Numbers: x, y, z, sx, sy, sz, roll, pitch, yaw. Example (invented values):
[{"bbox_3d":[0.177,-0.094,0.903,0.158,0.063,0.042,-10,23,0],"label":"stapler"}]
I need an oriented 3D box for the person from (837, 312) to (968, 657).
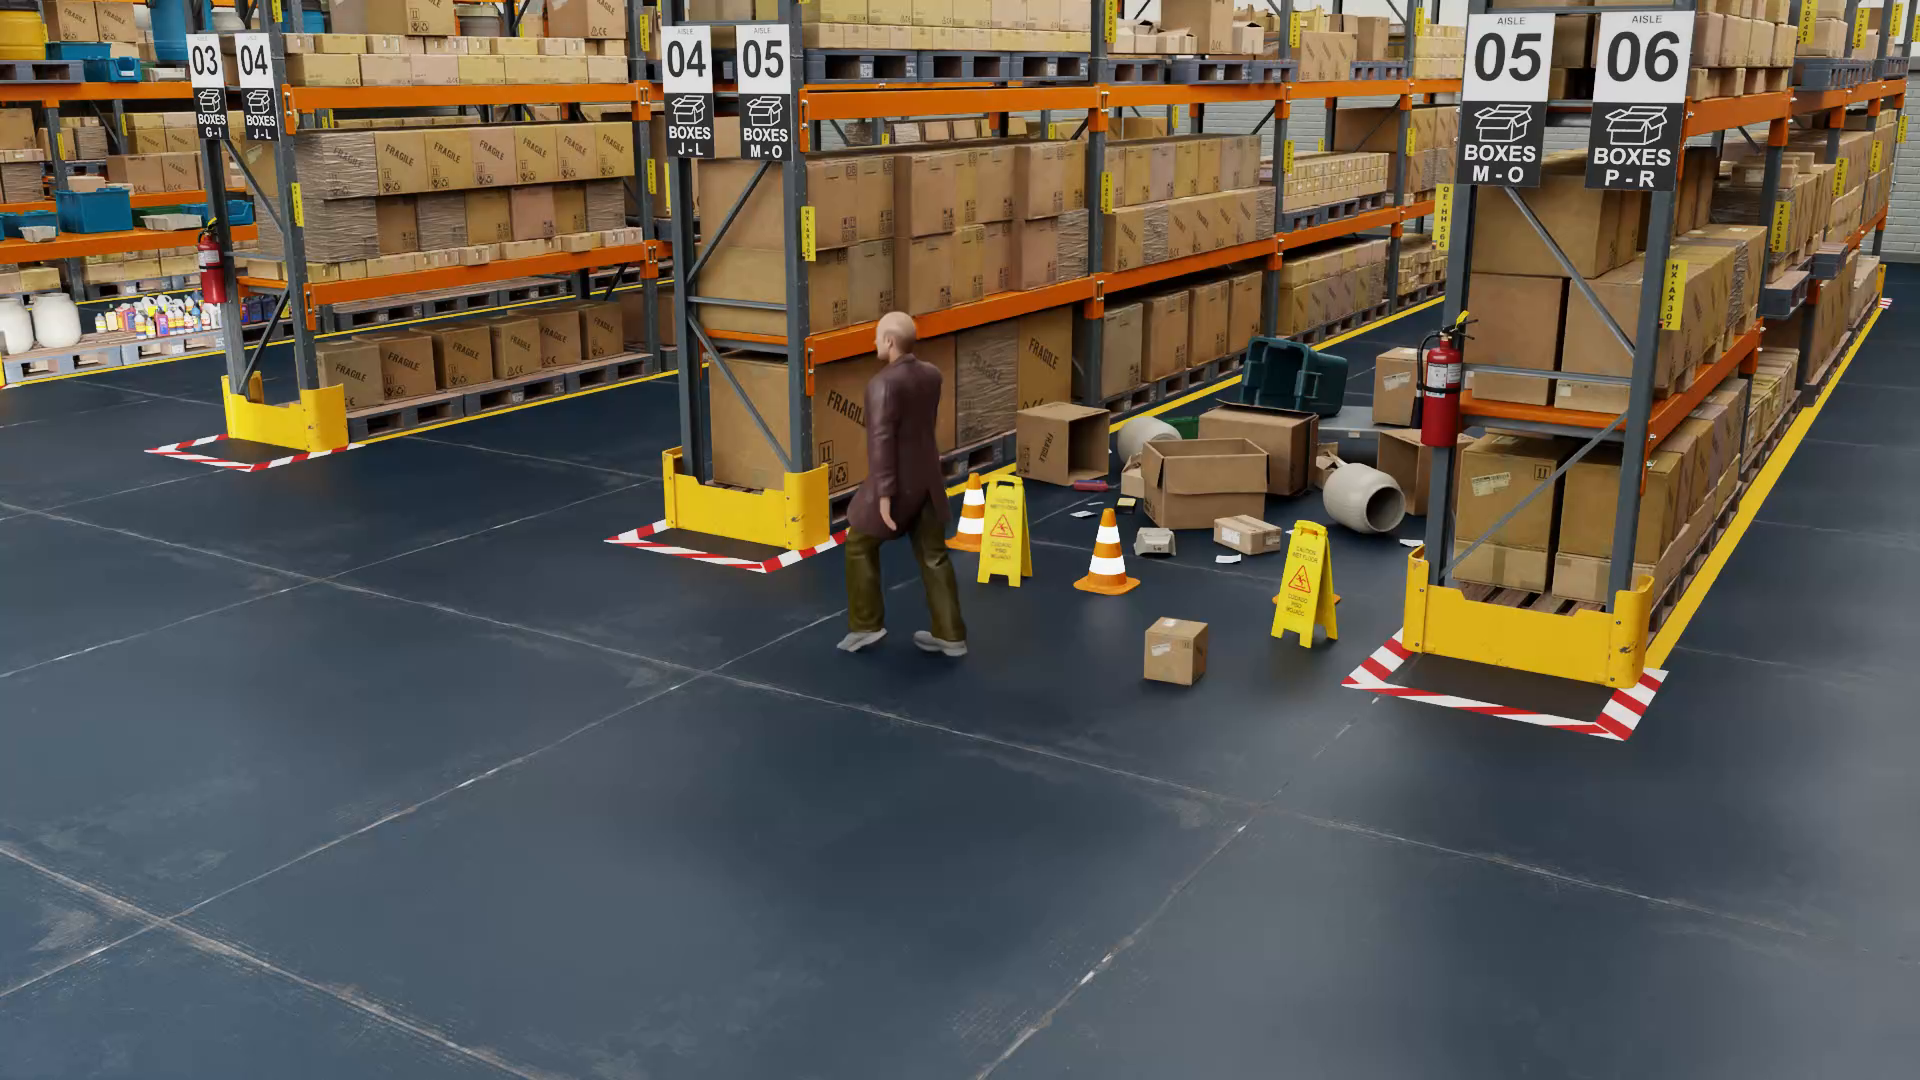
[{"bbox_3d":[-0.307,-0.237,8.471,0.770,1.845,0.606,13,20,37],"label":"person"}]
